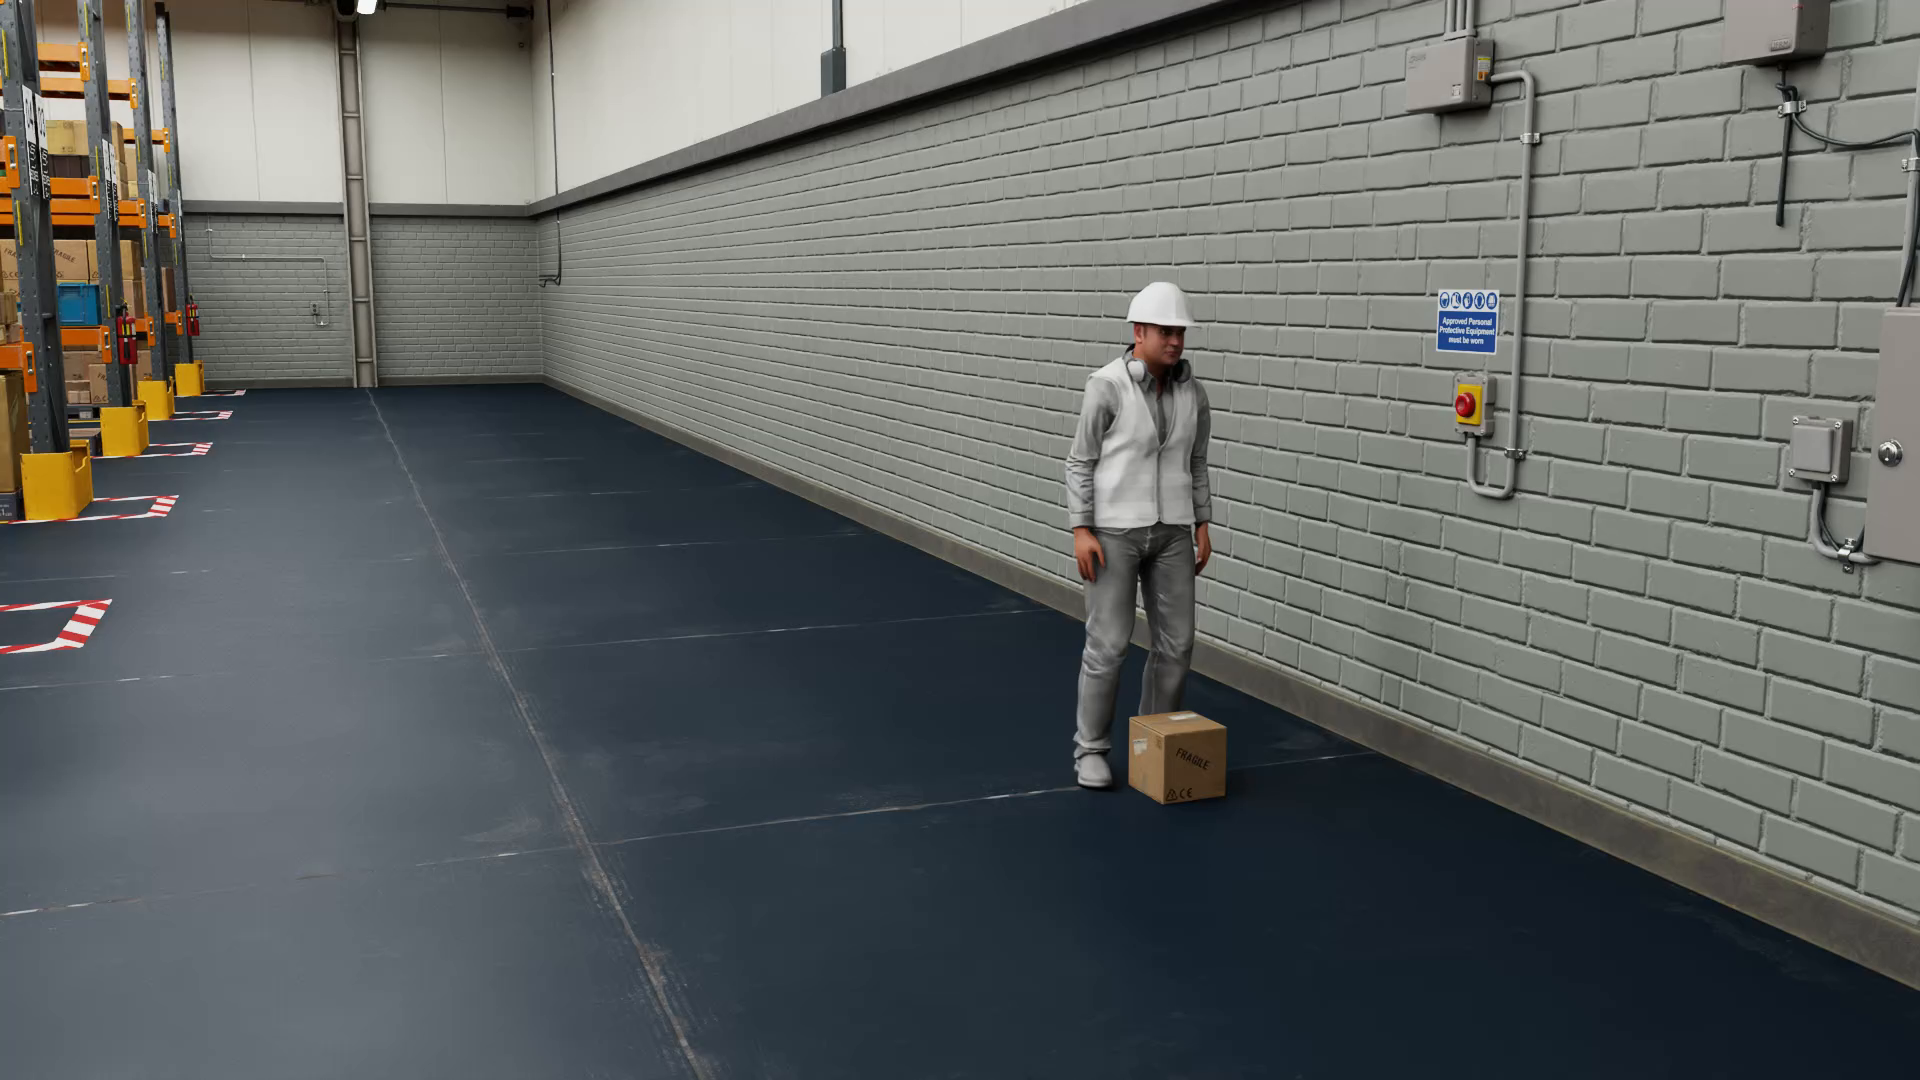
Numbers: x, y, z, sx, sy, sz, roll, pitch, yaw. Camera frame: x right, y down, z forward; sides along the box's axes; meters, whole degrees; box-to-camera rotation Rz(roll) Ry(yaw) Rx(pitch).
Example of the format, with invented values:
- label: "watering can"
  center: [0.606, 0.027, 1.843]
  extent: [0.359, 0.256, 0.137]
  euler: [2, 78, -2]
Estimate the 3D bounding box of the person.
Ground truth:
- label: "person"
  center: [0.652, -0.028, 5.955]
  extent: [0.583, 1.769, 0.464]
  euler: [-4, 10, -24]
